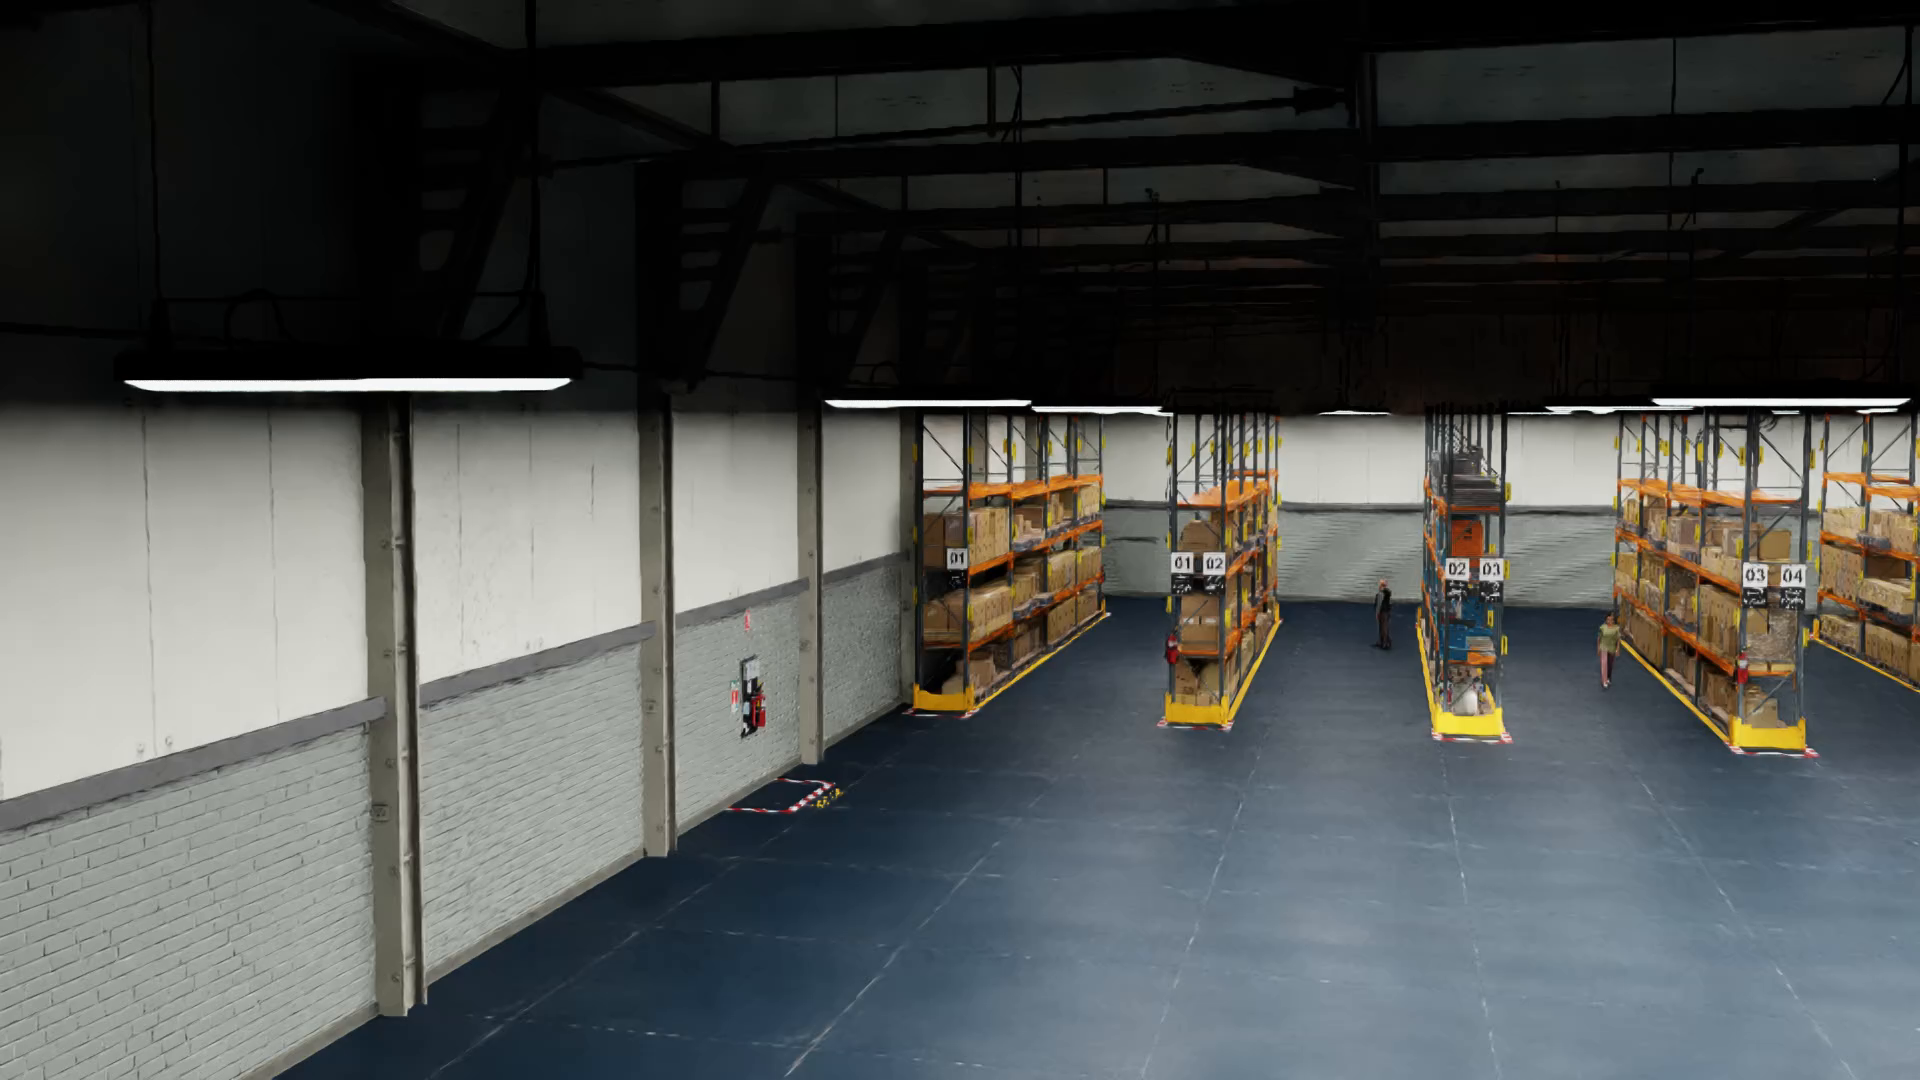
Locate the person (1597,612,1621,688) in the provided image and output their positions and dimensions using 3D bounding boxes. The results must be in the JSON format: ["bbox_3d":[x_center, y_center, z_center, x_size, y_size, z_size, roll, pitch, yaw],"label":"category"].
[{"bbox_3d":[13.745,2.313,35.192,0.446,1.591,1.110,1,4,12],"label":"person"}]

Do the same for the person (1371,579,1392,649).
[{"bbox_3d":[10.426,1.823,41.088,0.587,1.707,0.646,3,5,33],"label":"person"}]
